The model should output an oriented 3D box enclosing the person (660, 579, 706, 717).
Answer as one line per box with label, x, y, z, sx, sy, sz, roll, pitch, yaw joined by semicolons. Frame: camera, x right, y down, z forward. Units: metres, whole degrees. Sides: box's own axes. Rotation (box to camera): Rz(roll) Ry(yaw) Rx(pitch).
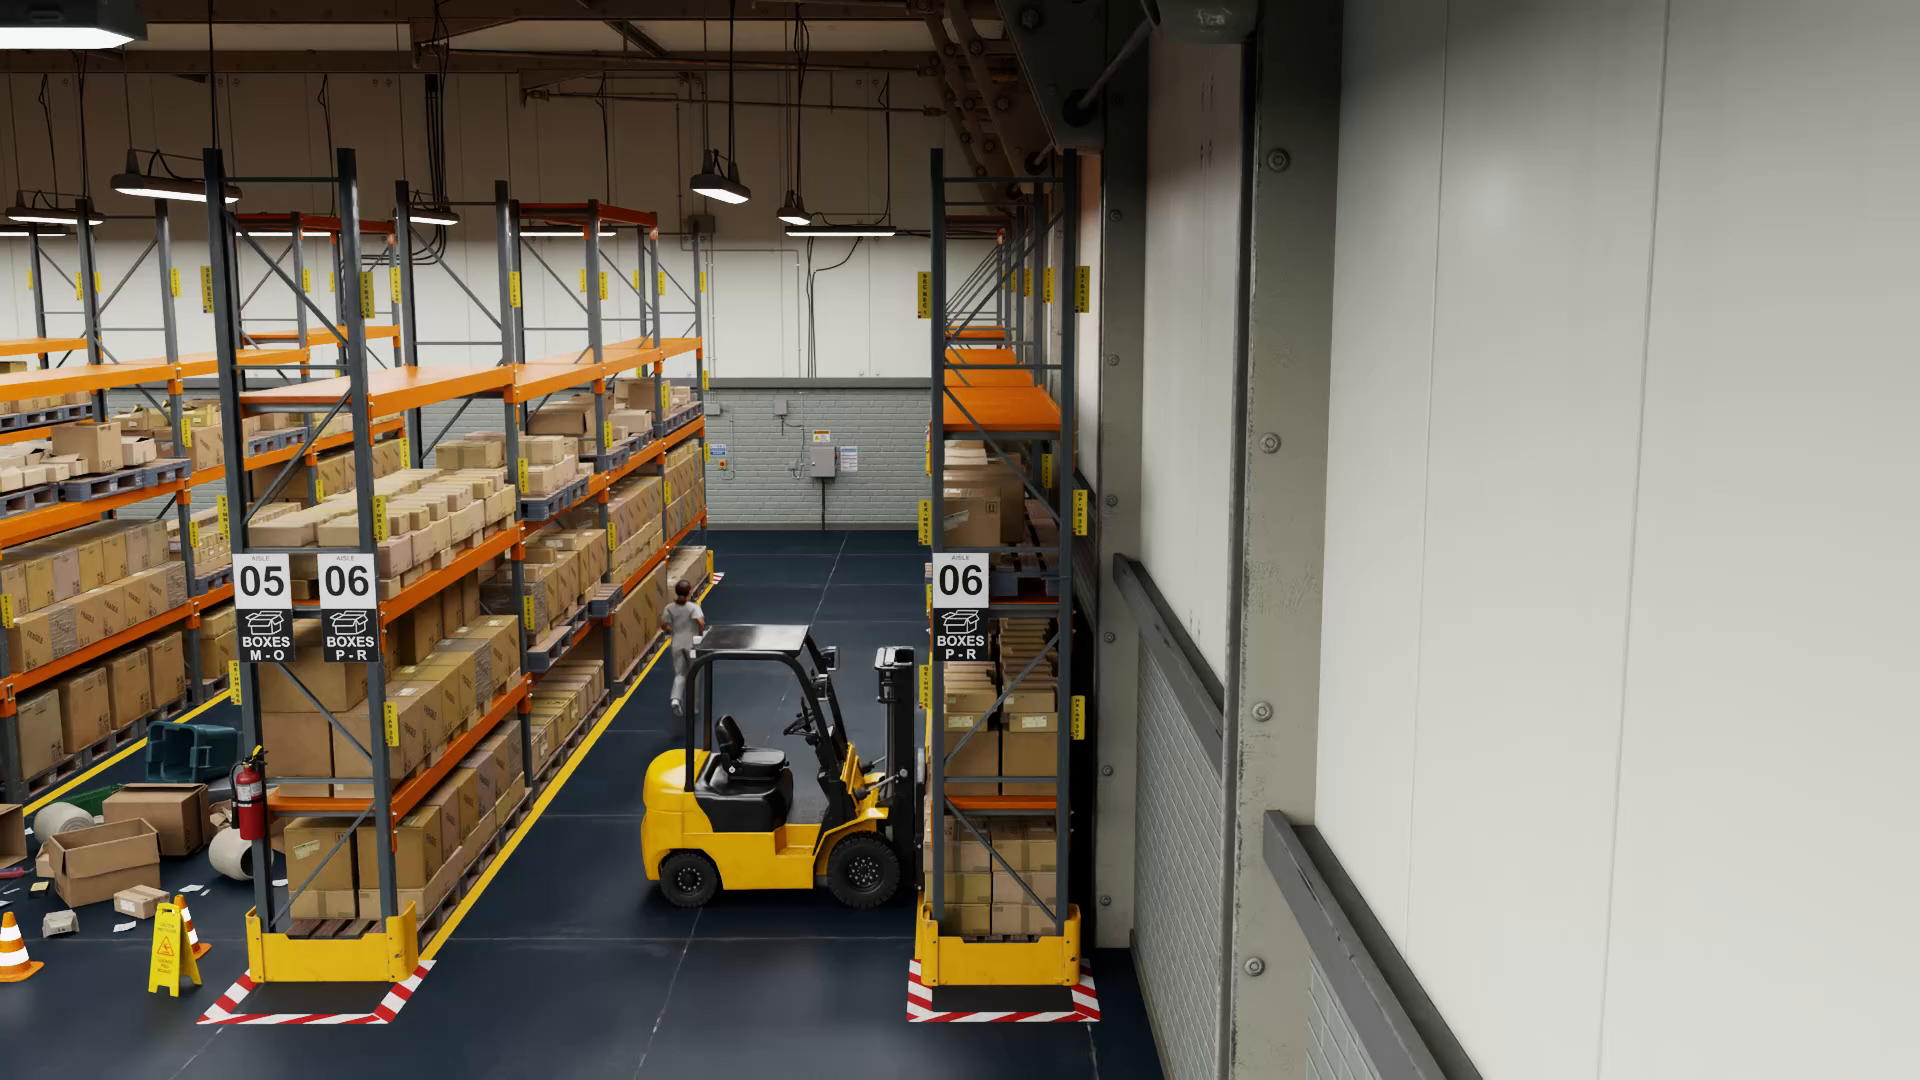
person;-3.184;1.285;19.234;0.564;1.676;0.934;0;9;2
